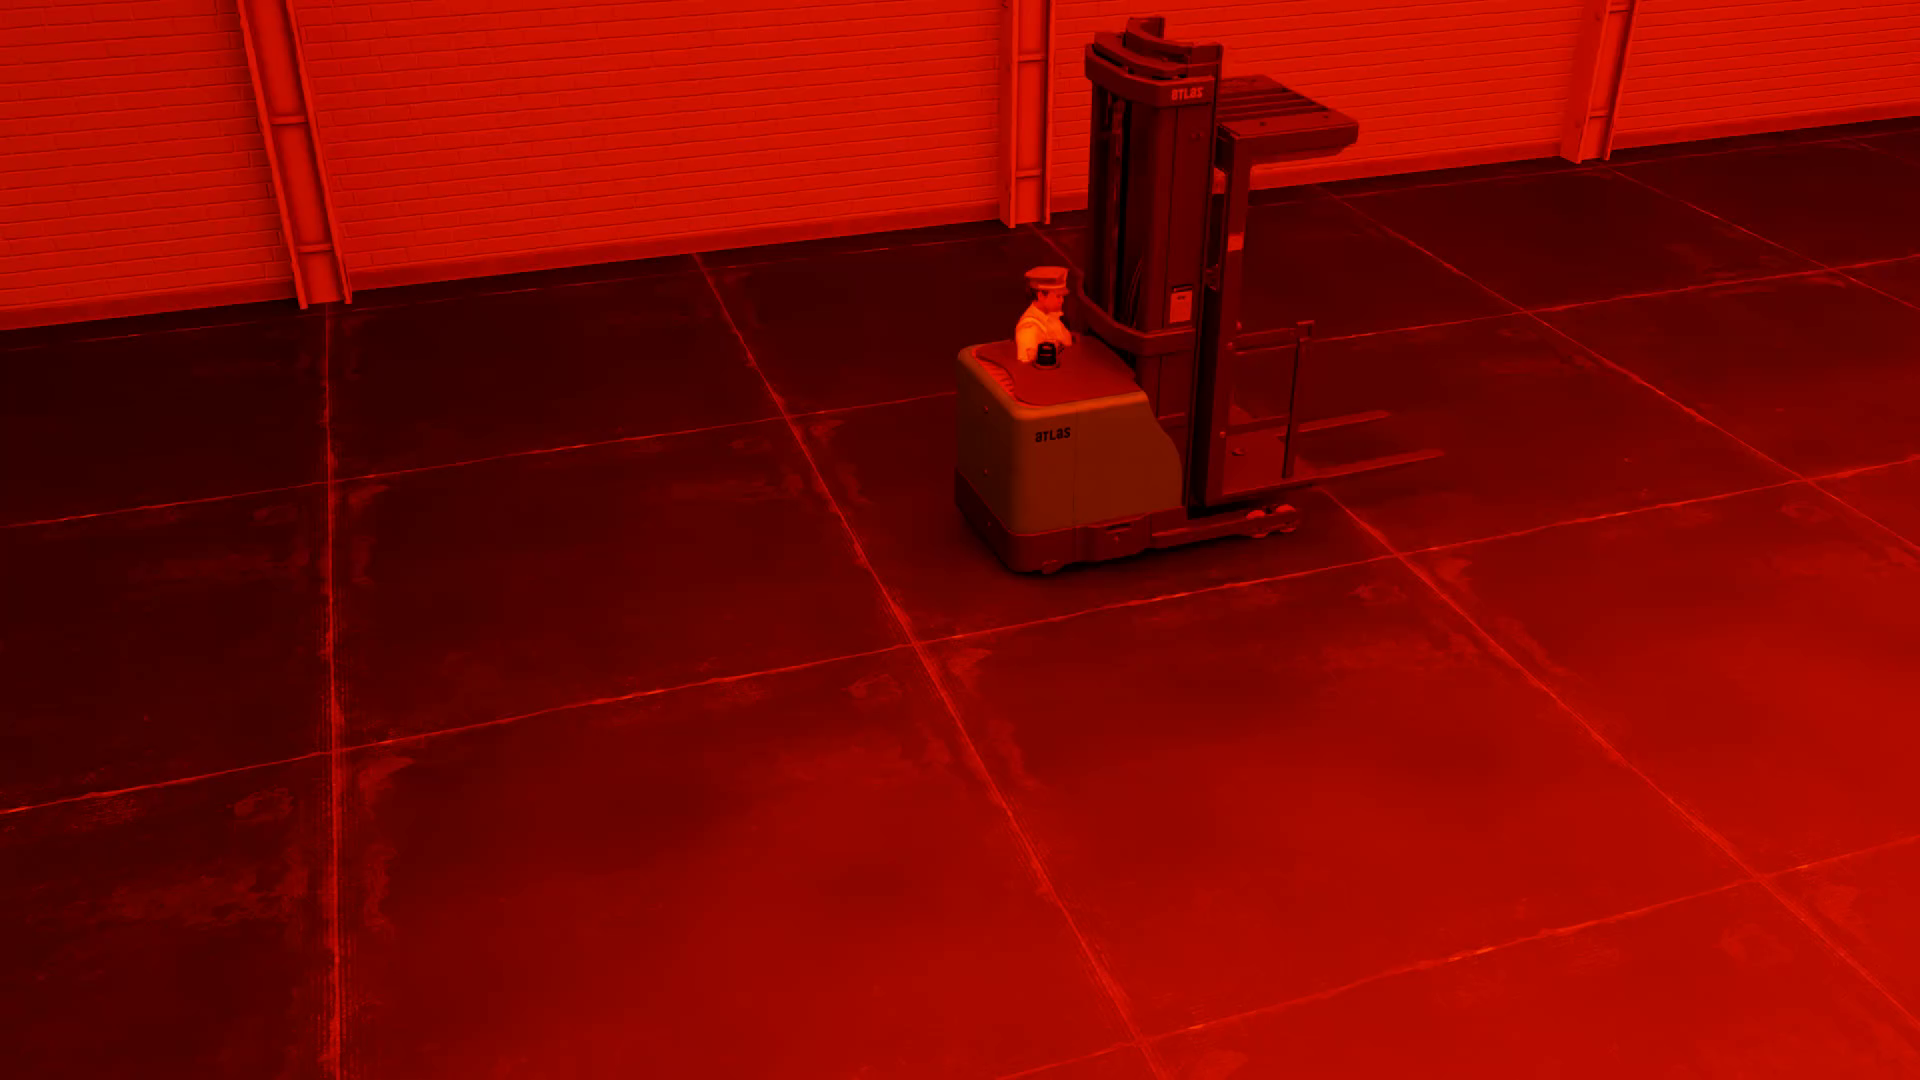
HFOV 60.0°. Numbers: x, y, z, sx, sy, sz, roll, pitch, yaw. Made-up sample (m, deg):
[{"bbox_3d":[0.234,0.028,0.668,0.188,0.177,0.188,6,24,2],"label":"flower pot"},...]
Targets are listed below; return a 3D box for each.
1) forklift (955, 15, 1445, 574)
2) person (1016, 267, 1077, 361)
[{"bbox_3d":[1.541,-1.517,9.724,3.031,2.935,1.130,-10,32,-18],"label":"forklift"},{"bbox_3d":[0.608,-0.837,9.936,0.531,1.629,0.714,17,34,28],"label":"person"}]
